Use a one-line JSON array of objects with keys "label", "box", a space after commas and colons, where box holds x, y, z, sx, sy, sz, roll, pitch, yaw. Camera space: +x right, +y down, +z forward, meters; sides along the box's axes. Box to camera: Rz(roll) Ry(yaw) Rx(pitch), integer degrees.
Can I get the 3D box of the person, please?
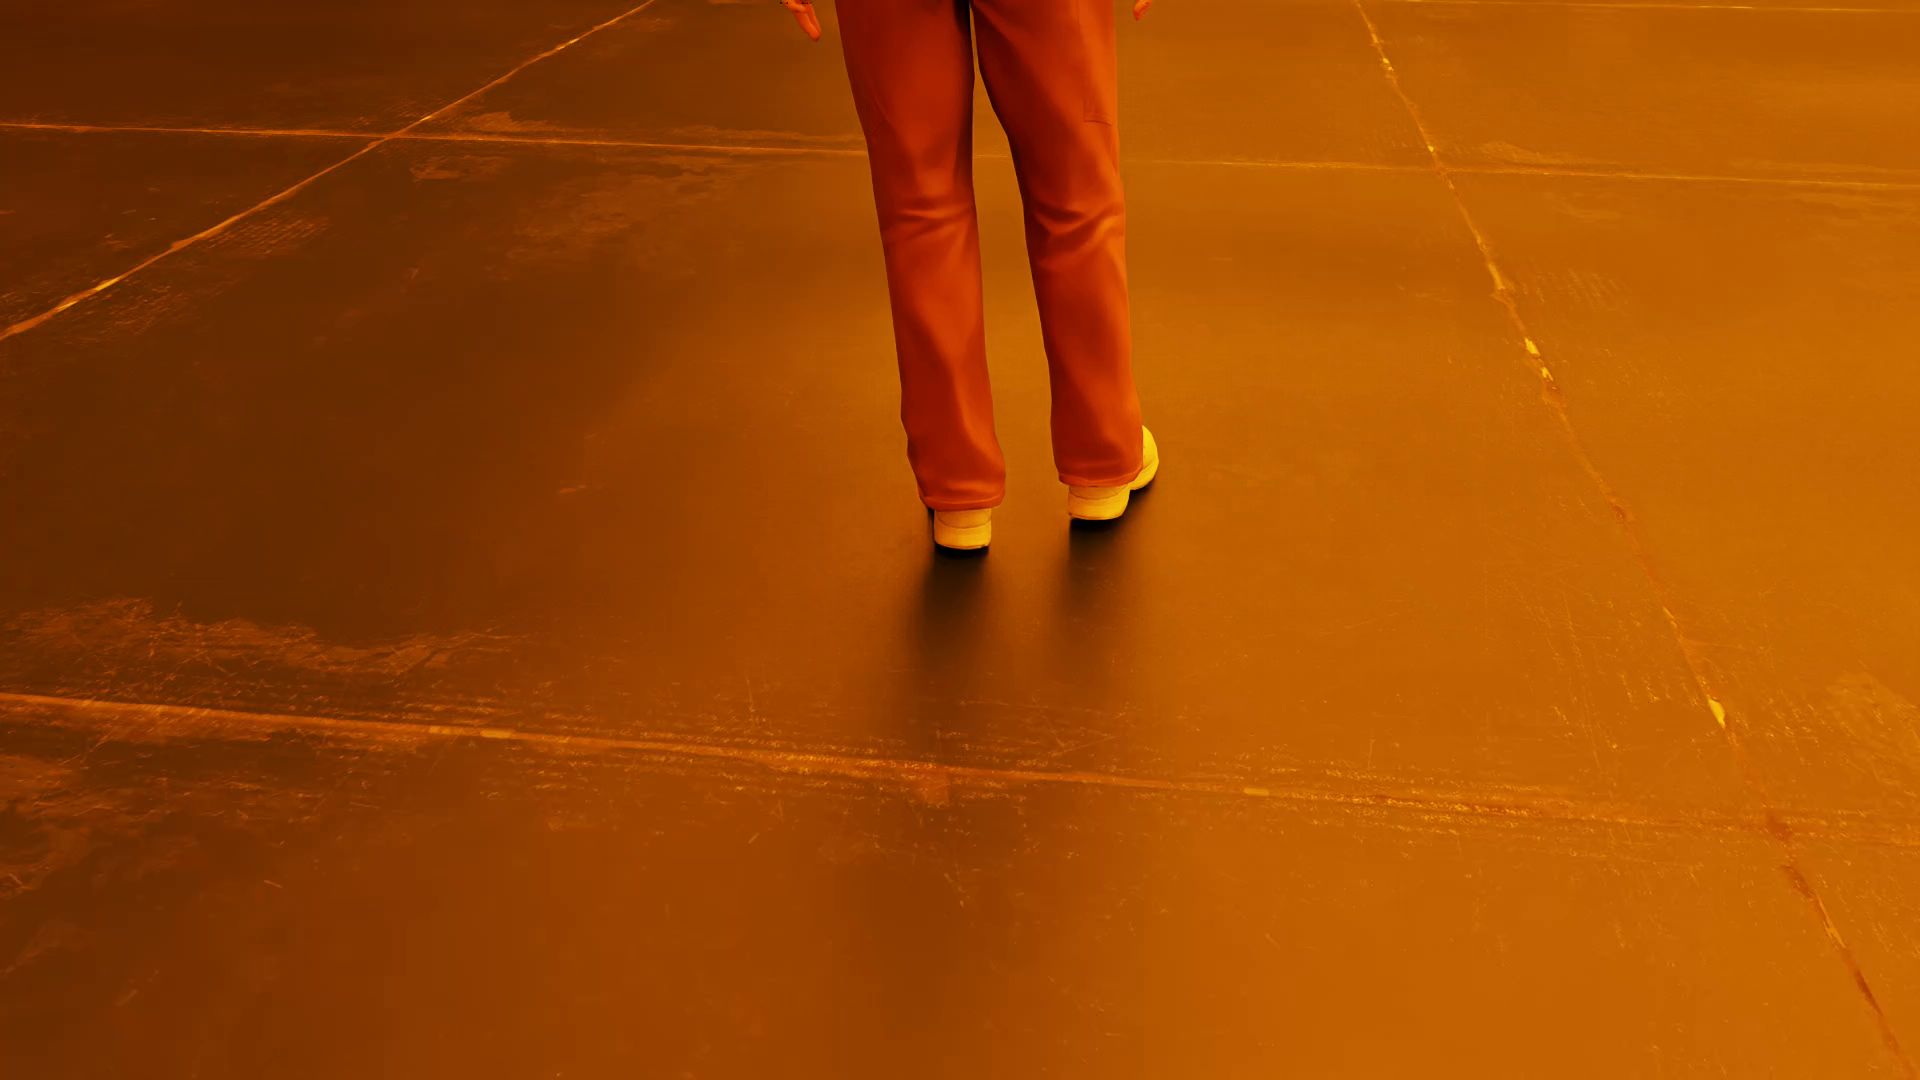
[{"label": "person", "box": [0.020, -0.789, 2.186, 0.555, 1.672, 0.549, 3, 27, 7]}]
